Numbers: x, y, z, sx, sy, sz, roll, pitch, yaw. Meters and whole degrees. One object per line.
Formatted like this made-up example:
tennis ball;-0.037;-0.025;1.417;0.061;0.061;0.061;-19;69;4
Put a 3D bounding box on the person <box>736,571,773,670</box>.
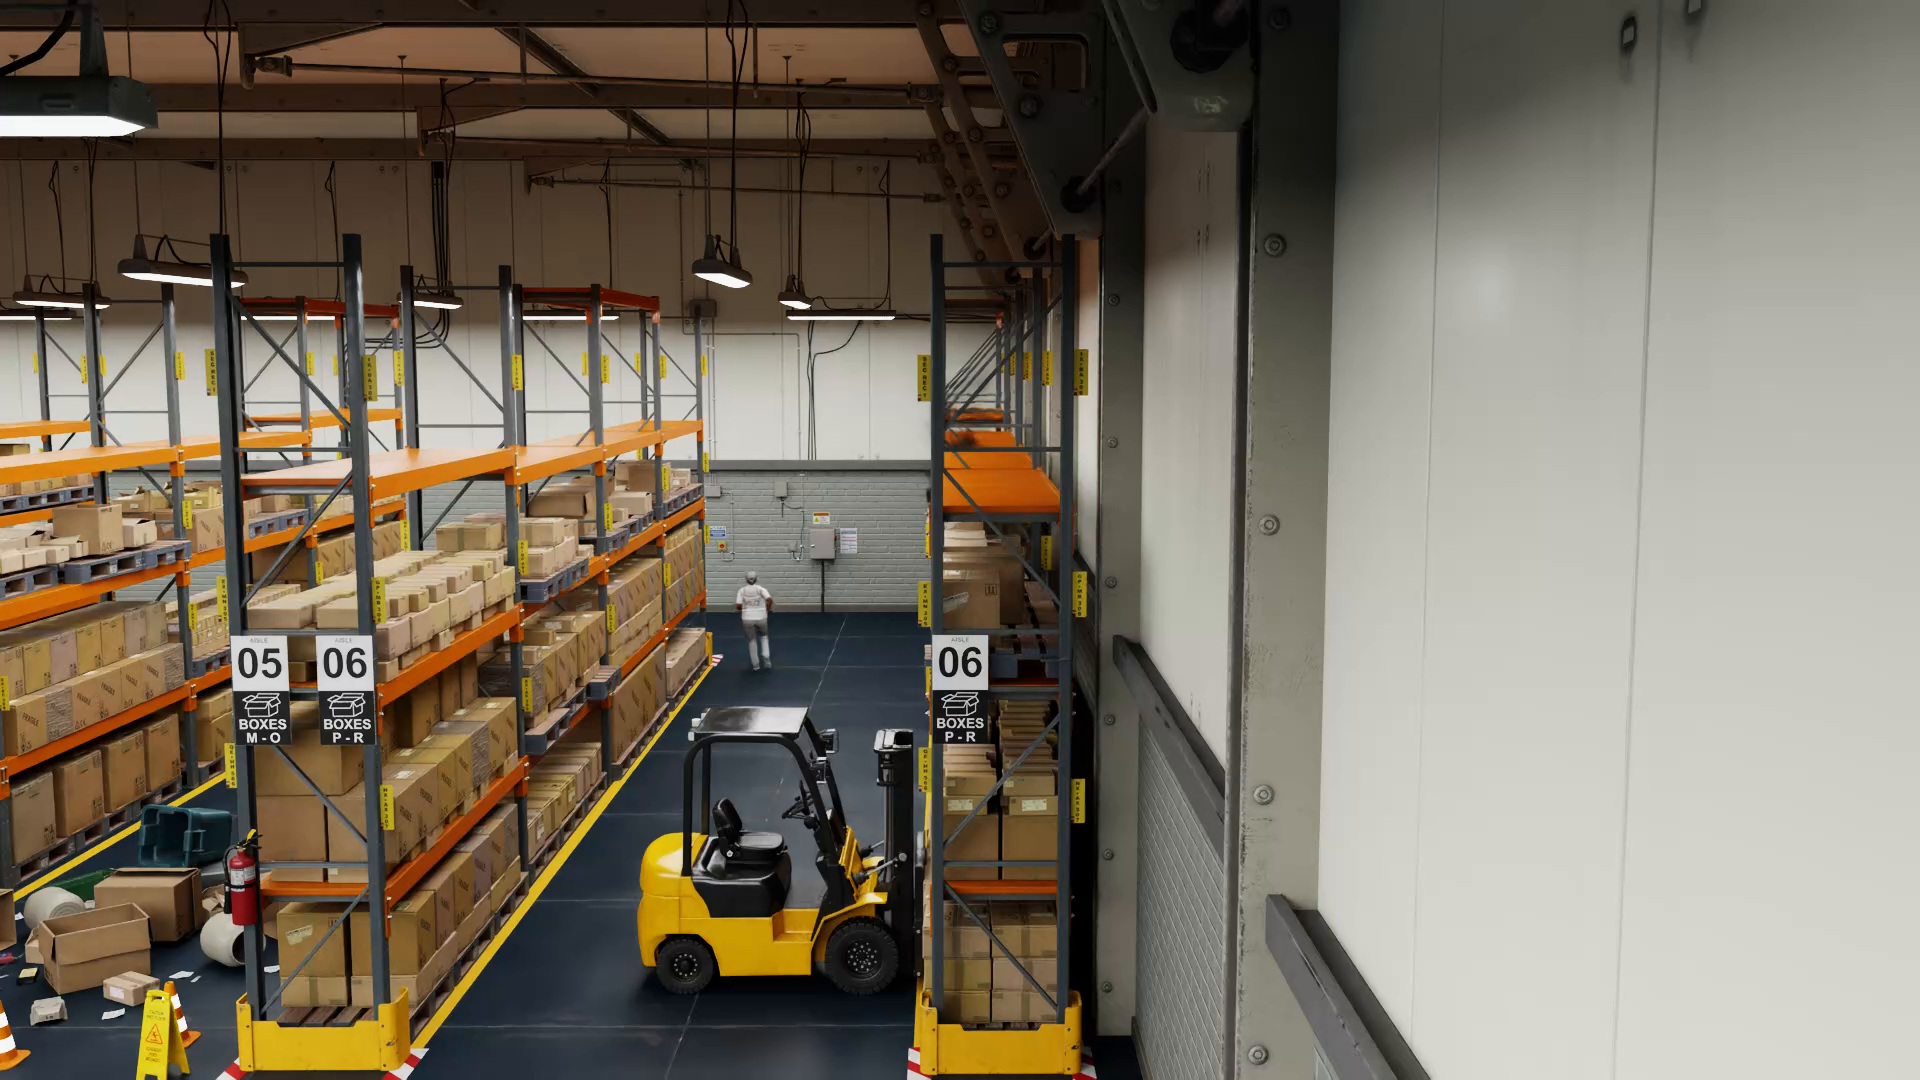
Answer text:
person;-3.402;1.333;27.491;0.598;1.651;0.639;-1;6;-9
